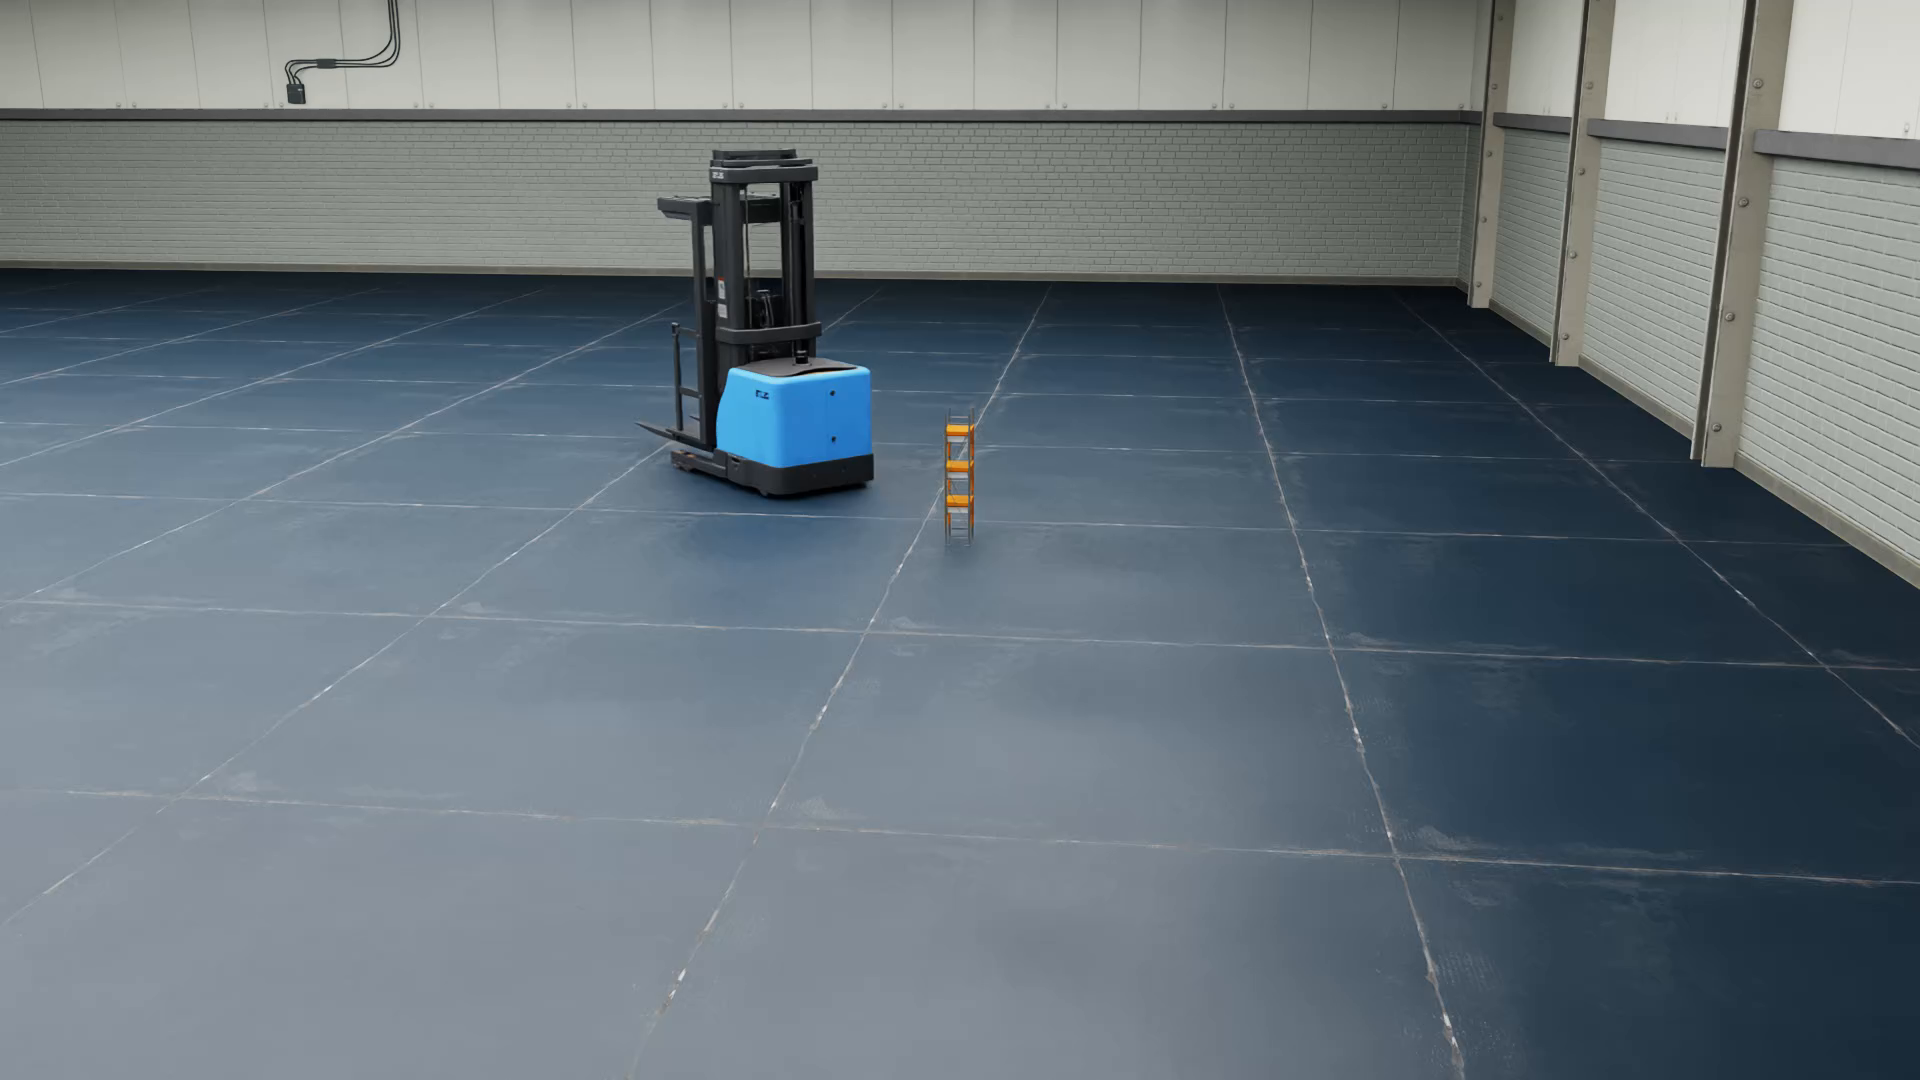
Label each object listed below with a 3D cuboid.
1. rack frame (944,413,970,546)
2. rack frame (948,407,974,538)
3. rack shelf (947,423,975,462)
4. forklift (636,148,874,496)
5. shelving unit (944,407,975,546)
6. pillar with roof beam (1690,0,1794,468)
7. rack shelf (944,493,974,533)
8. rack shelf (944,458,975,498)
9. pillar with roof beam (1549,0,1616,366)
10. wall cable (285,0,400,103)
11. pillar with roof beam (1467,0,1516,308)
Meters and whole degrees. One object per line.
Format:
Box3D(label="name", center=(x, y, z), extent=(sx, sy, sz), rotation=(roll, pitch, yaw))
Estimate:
Box3D(label="rack frame", center=(-0.020, -0.461, 12.857), extent=(0.200, 1.050, 0.008), rotation=(2, 15, 6))
Box3D(label="rack frame", center=(0.008, -0.525, 13.091), extent=(0.200, 1.050, 0.008), rotation=(2, 15, 6))
Box3D(label="rack shelf", center=(-0.006, -0.757, 12.902), extent=(0.215, 0.259, 0.240), rotation=(2, 15, 6))
Box3D(label="forklift", center=(-2.068, -2.118, 15.382), extent=(1.130, 2.935, 3.031), rotation=(-11, 19, -36))
Box3D(label="shelving unit", center=(-0.006, -0.493, 12.974), extent=(0.215, 1.050, 0.252), rotation=(2, 15, 6))
Box3D(label="pillar with roof beam", center=(2.920, -5.209, 15.187), extent=(9.100, 9.000, 0.400), rotation=(2, 15, 6))
Box3D(label="rack shelf", center=(-0.006, -0.214, 13.049), extent=(0.215, 0.259, 0.240), rotation=(2, 15, 6))
Box3D(label="rack shelf", center=(-0.006, -0.483, 12.976), extent=(0.215, 0.259, 0.240), rotation=(2, 15, 6))
Box3D(label="pillar with roof beam", center=(3.597, -6.765, 20.942), extent=(9.100, 9.000, 0.400), rotation=(2, 15, 6))
Box3D(label="wall cable", center=(-11.670, -11.206, 30.848), extent=(2.305, 6.003, 0.169), rotation=(2, 15, 6))
Box3D(label="pillar with roof beam", center=(4.274, -8.321, 26.697), extent=(9.100, 9.000, 0.400), rotation=(2, 15, 6))
